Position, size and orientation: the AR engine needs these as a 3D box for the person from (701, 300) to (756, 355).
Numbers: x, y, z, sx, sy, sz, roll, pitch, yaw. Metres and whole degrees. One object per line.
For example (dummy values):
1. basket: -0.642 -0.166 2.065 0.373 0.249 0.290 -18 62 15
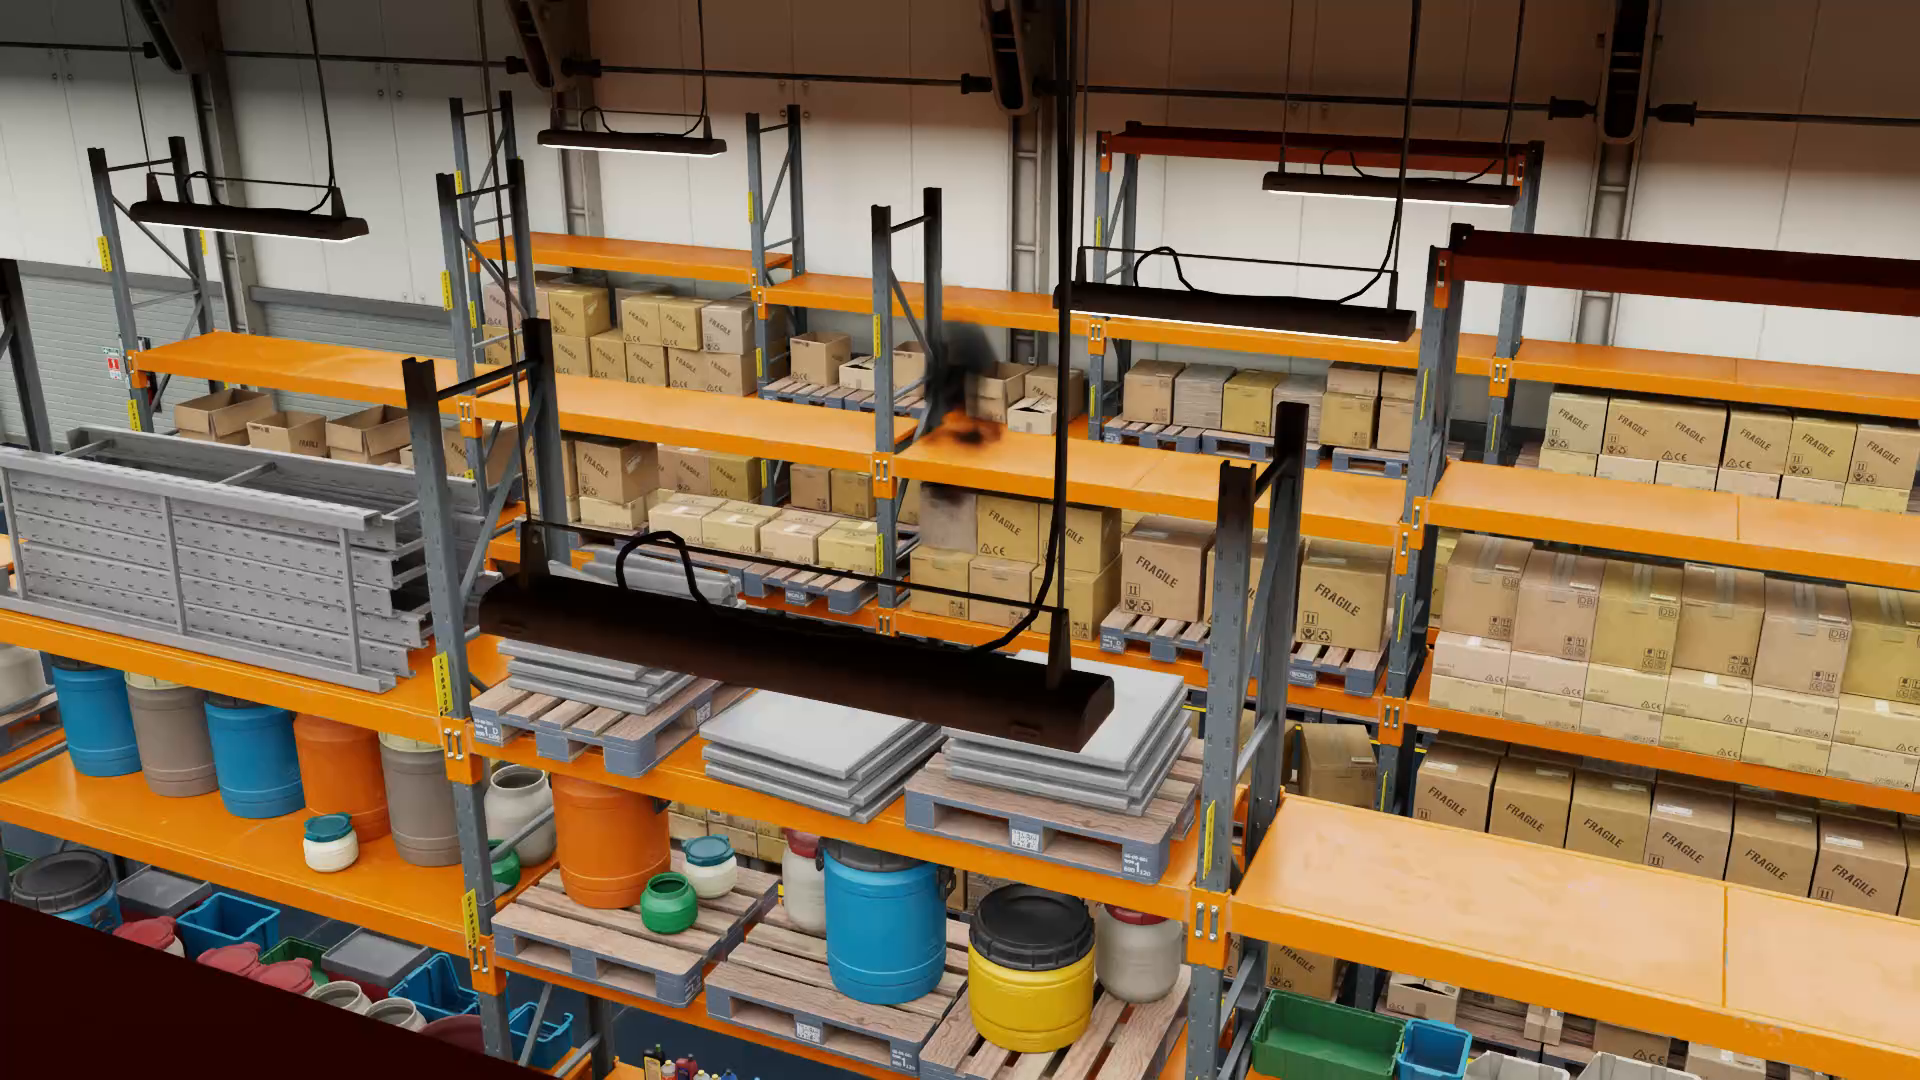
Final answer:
1. person: -7.101 0.961 14.749 1.578 3.817 14.499 19 27 41
